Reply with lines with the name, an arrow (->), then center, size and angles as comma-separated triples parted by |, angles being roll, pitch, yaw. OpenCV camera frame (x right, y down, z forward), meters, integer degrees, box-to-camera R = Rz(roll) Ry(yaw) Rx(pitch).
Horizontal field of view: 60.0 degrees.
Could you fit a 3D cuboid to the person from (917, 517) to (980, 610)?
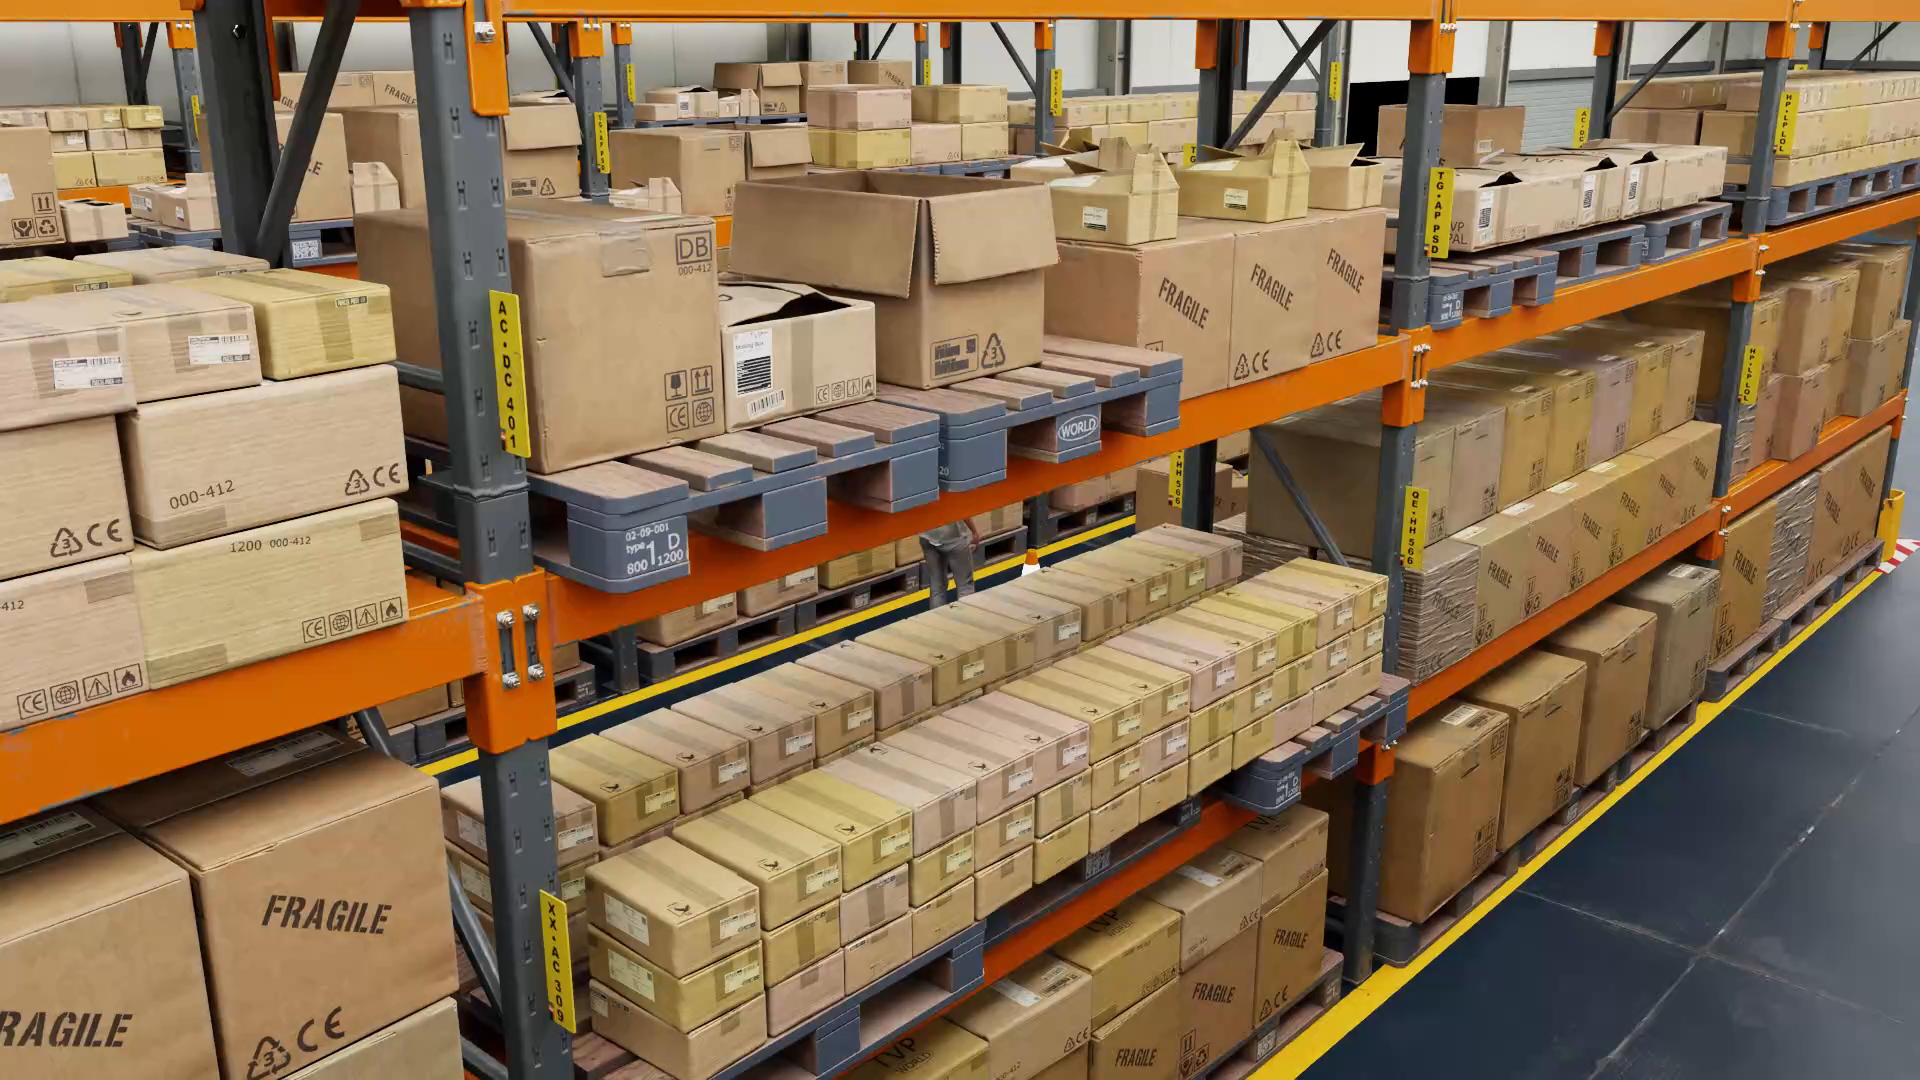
person -> -0.048, -0.044, 10.675 | 0.521, 1.598, 0.473 | 15, 23, 39
